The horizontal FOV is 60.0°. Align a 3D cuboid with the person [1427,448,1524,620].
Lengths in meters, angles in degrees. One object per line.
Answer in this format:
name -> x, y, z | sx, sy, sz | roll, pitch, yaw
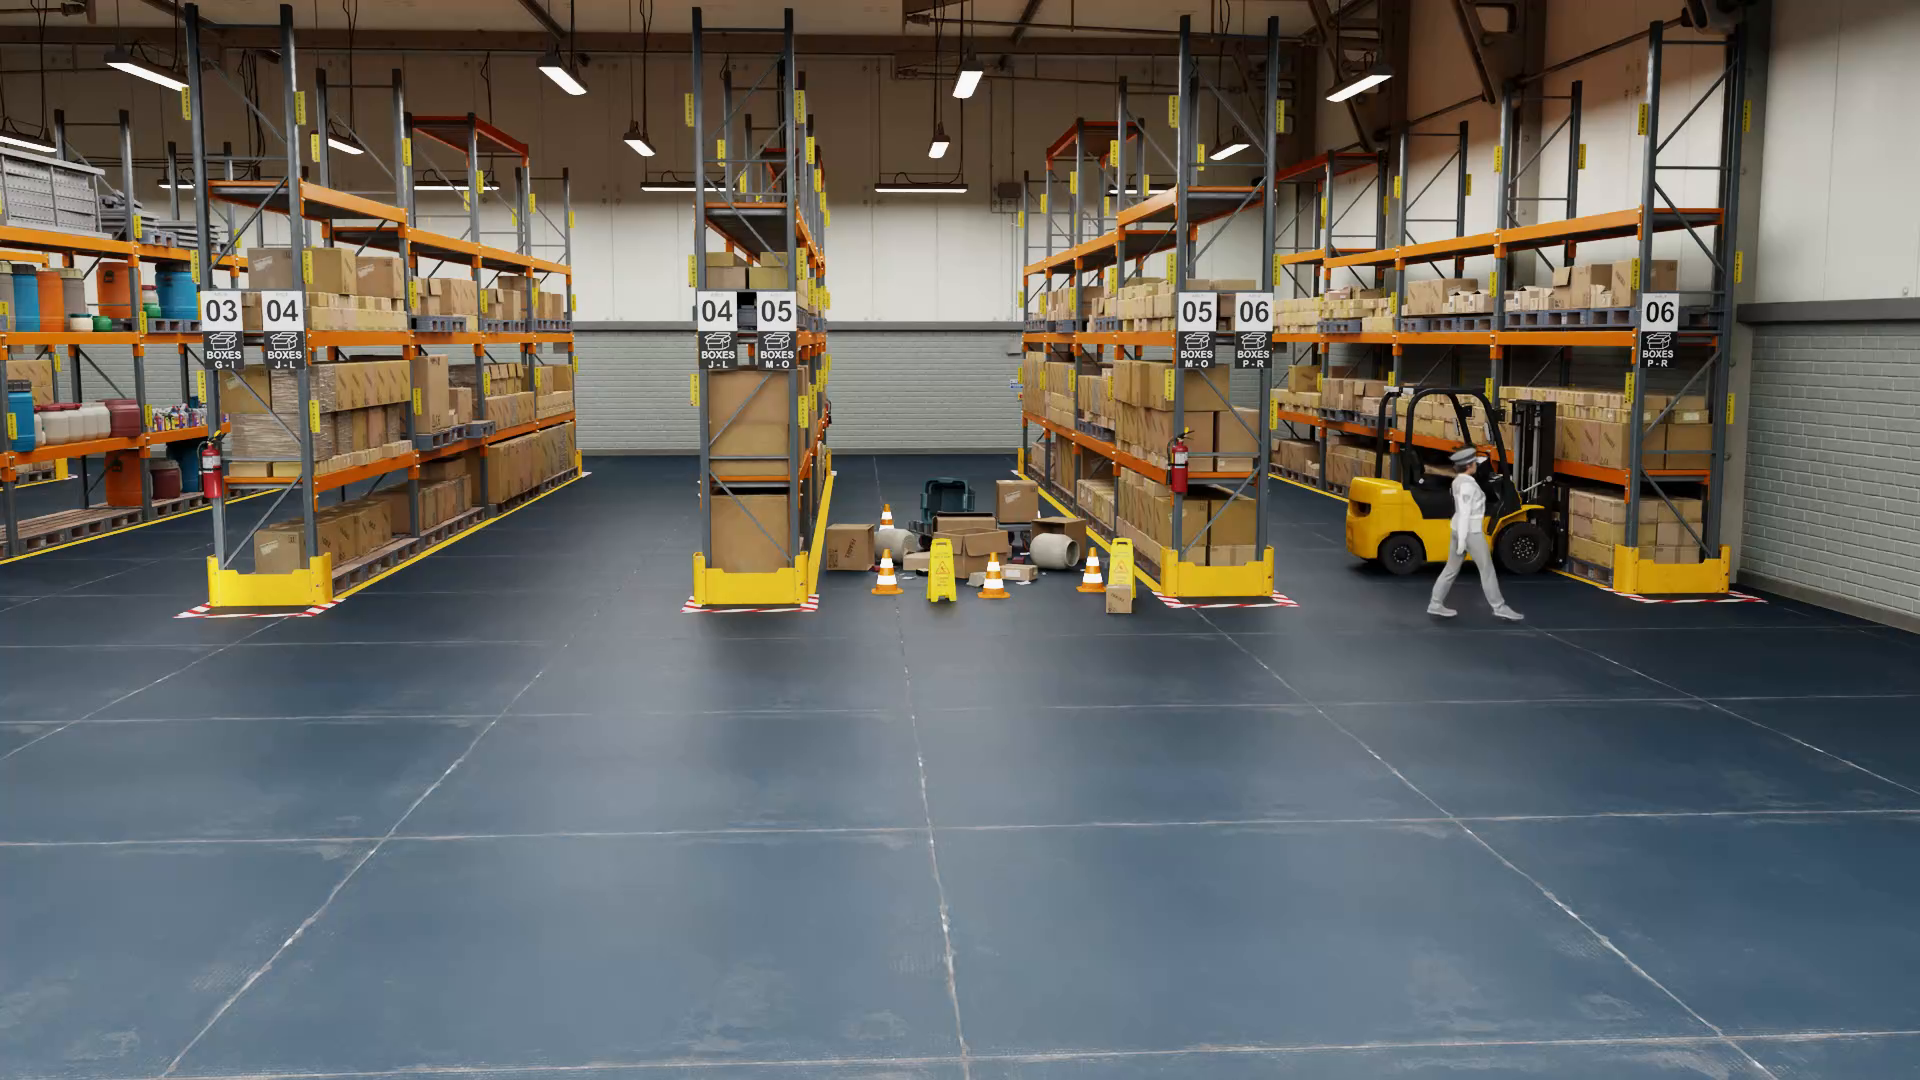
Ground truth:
person -> 5.016, -0.073, 16.138 | 0.879, 1.653, 0.518 | 0, 7, 0
